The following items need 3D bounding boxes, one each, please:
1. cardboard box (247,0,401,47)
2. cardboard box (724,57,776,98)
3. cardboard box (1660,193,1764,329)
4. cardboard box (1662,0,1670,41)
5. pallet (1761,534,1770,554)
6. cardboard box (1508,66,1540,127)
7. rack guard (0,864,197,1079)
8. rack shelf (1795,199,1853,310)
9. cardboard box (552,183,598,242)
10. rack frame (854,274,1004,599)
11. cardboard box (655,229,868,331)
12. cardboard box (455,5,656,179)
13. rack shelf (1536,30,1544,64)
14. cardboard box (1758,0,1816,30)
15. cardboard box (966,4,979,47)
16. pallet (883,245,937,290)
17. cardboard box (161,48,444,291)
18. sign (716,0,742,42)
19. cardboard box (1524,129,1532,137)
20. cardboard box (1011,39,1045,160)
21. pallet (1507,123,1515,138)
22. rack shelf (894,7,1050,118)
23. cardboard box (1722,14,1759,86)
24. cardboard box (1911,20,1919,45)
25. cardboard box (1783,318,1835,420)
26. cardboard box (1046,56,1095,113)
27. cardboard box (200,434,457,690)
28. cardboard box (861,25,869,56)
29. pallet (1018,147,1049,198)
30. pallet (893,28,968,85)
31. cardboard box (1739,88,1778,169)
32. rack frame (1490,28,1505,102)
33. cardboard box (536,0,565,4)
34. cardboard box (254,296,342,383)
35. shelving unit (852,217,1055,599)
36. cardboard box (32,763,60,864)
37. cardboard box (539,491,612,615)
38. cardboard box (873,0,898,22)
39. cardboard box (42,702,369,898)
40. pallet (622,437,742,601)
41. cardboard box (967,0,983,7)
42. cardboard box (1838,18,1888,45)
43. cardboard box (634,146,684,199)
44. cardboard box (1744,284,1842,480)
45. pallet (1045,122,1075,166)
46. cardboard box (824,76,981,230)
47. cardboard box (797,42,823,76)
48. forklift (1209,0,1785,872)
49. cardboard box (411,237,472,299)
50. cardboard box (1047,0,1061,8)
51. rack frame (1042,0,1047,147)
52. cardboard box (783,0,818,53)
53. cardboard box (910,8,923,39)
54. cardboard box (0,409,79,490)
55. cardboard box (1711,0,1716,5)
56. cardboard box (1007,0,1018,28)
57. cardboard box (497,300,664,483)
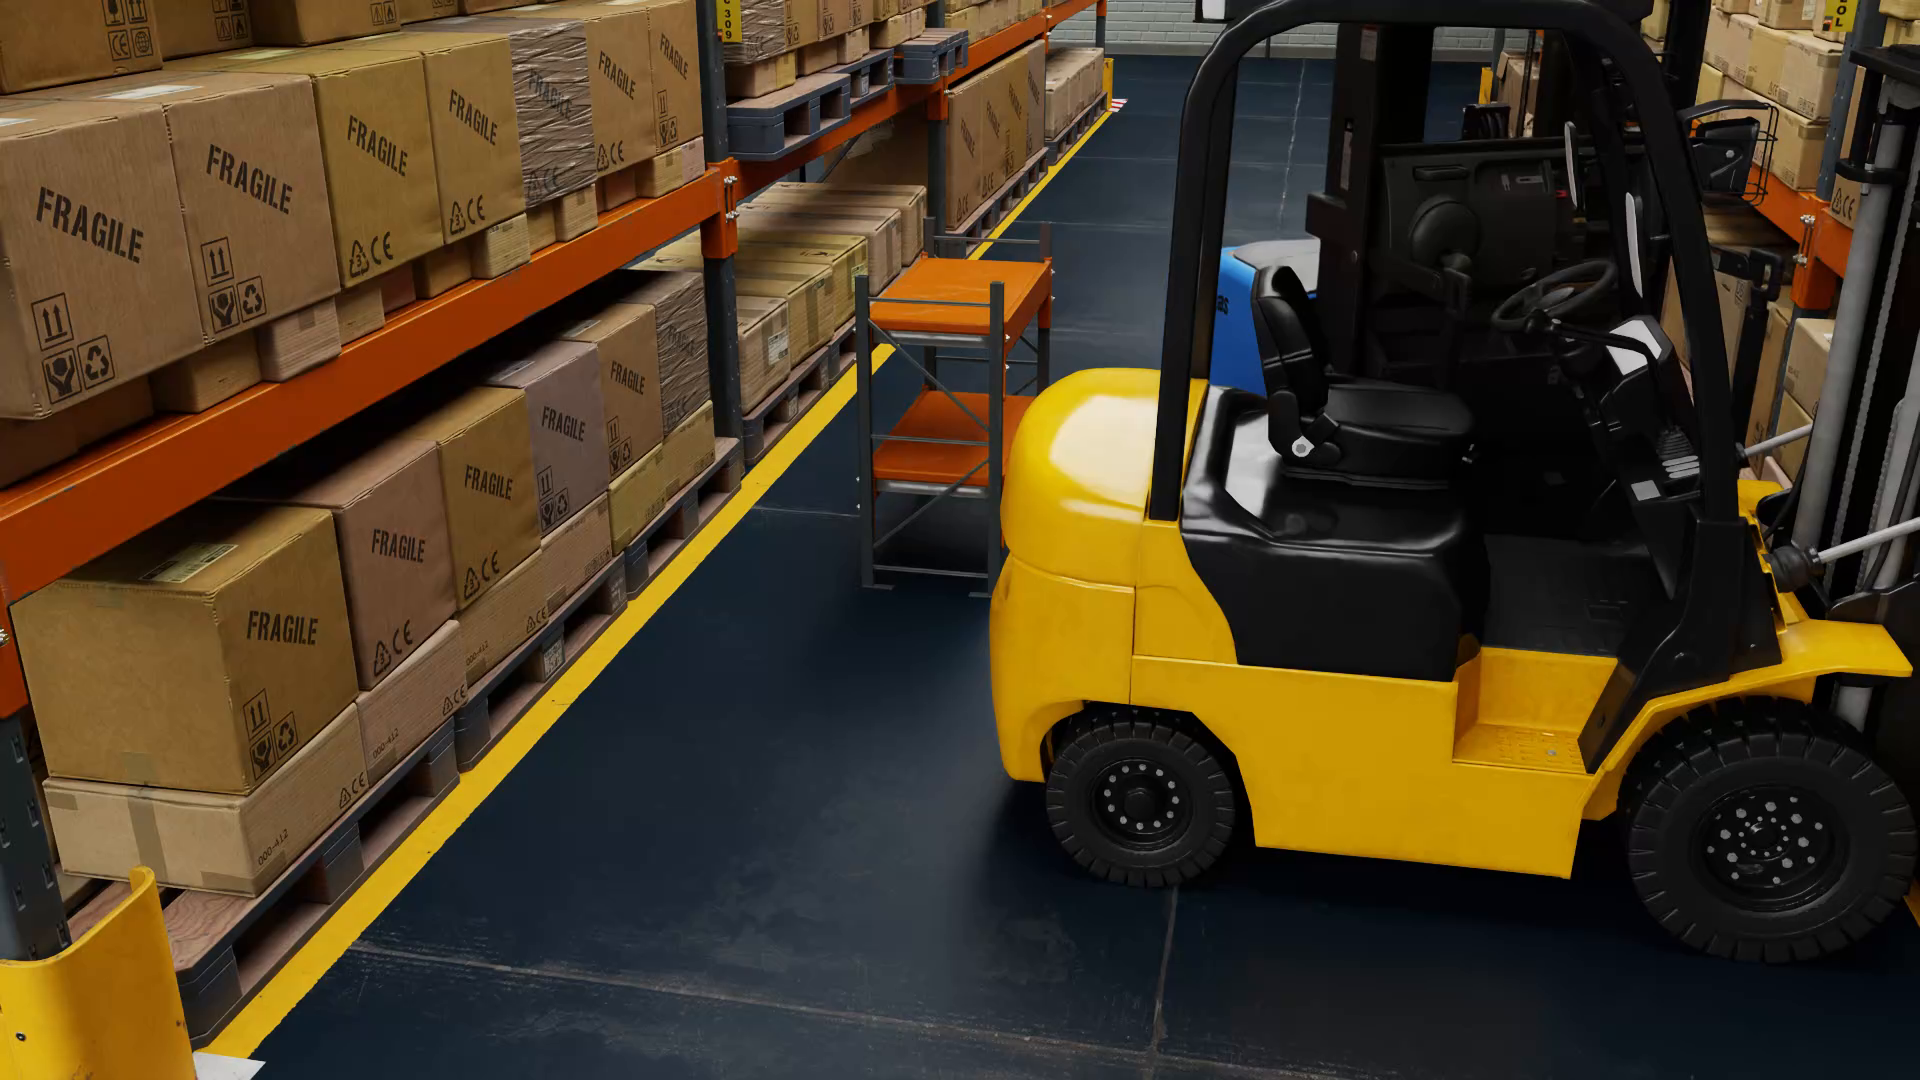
[{"bbox_3d":[-1.983,-1.619,4.489,0.700,0.500,0.500,4,22,11],"label":"cardboard box"},{"bbox_3d":[-0.987,-1.936,6.920,0.380,0.149,0.250,5,22,12],"label":"cardboard box"},{"bbox_3d":[4.001,-1.392,8.412,0.875,0.625,0.625,5,23,13],"label":"cardboard box"},{"bbox_3d":[3.834,-2.601,8.329,0.500,0.250,0.500,5,23,13],"label":"cardboard box"},{"bbox_3d":[3.248,0.278,5.380,1.003,0.211,1.213,4,22,11],"label":"pallet"},{"bbox_3d":[5.264,-4.015,15.091,0.500,0.500,0.500,5,22,12],"label":"cardboard box"},{"bbox_3d":[-2.210,0.915,3.413,1.175,0.500,0.348,4,22,11],"label":"rack guard"},{"bbox_3d":[3.043,-0.238,3.891,1.077,0.370,4.000,4,22,11],"label":"rack shelf"},{"bbox_3d":[-1.380,-1.051,5.283,0.380,0.149,0.250,4,22,10],"label":"cardboard box"},{"bbox_3d":[-0.102,-0.338,5.688,0.500,1.125,0.032,4,22,11],"label":"rack frame"},{"bbox_3d":[-1.021,-1.365,8.684,0.950,0.372,0.625,5,23,13],"label":"cardboard box"},{"bbox_3d":[-1.354,-1.494,5.516,0.500,0.500,0.500,5,23,13],"label":"cardboard box"},{"bbox_3d":[5.492,-4.626,14.788,1.077,0.370,4.000,4,22,11],"label":"rack shelf"},{"bbox_3d":[3.364,-2.079,6.500,0.380,0.149,0.250,4,22,9],"label":"cardboard box"},{"bbox_3d":[-0.159,-3.422,11.036,0.500,0.250,0.500,4,22,9],"label":"cardboard box"},{"bbox_3d":[-0.754,-1.564,9.953,1.003,0.211,1.213,4,22,11],"label":"pallet"},{"bbox_3d":[-1.652,-0.929,4.114,0.500,0.500,0.500,4,22,10],"label":"cardboard box"},{"bbox_3d":[-0.876,-2.043,6.252,0.100,0.325,0.005,4,22,11],"label":"sign"},{"bbox_3d":[4.910,-3.327,13.853,0.380,0.149,0.250,4,22,9],"label":"cardboard box"},{"bbox_3d":[0.175,-3.582,13.514,0.875,0.875,0.875,5,23,13],"label":"cardboard box"},{"bbox_3d":[5.471,-3.634,15.094,1.003,0.211,1.213,4,22,11],"label":"pallet"},{"bbox_3d":[-0.185,-3.540,12.092,1.077,0.370,4.000,4,22,11],"label":"rack shelf"},{"bbox_3d":[3.509,-2.039,6.934,0.500,0.250,0.500,5,22,12],"label":"cardboard box"},{"bbox_3d":[3.077,-1.459,4.958,0.380,0.149,0.250,5,22,12],"label":"cardboard box"},{"bbox_3d":[3.045,-0.533,5.442,0.500,0.250,0.500,4,22,10],"label":"cardboard box"},{"bbox_3d":[0.824,-4.490,16.356,0.875,0.438,0.875,5,22,12],"label":"cardboard box"},{"bbox_3d":[-1.683,0.042,4.350,0.500,0.500,0.500,4,22,9],"label":"cardboard box"},{"bbox_3d":[-0.668,-2.510,8.346,0.380,0.149,0.250,4,22,9],"label":"cardboard box"},{"bbox_3d":[0.140,-3.024,13.580,1.003,0.211,1.213,4,22,11],"label":"pallet"},{"bbox_3d":[-0.634,-2.785,9.510,1.213,0.211,1.003,4,22,11],"label":"pallet"},{"bbox_3d":[3.395,-1.622,6.566,0.500,0.250,0.500,4,22,11],"label":"cardboard box"},{"bbox_3d":[5.900,-5.691,16.470,1.000,3.000,0.127,4,22,11],"label":"rack frame"},{"bbox_3d":[-1.711,-2.184,5.890,0.700,0.500,0.500,4,22,10],"label":"cardboard box"},{"bbox_3d":[-1.685,-0.482,3.872,0.380,0.149,0.250,5,22,12],"label":"cardboard box"},{"bbox_3d":[0.001,-0.524,6.150,0.538,1.125,1.048,4,22,11],"label":"shelving unit"},{"bbox_3d":[-2.319,0.539,4.119,0.500,0.250,0.500,4,22,11],"label":"cardboard box"},{"bbox_3d":[-1.474,0.019,5.411,0.500,0.250,0.500,5,22,12],"label":"cardboard box"},{"bbox_3d":[-0.610,-2.960,8.593,0.500,0.500,0.500,3,22,7],"label":"cardboard box"},{"bbox_3d":[-1.790,0.590,3.992,0.500,0.250,0.500,4,22,10],"label":"cardboard box"},{"bbox_3d":[-1.511,-0.138,6.414,1.003,0.211,1.213,4,22,11],"label":"pallet"},{"bbox_3d":[-0.141,-3.660,10.959,0.500,0.250,0.500,5,22,12],"label":"cardboard box"},{"bbox_3d":[3.303,-1.792,5.786,0.380,0.149,0.250,5,23,13],"label":"cardboard box"},{"bbox_3d":[-1.220,-1.331,5.979,0.380,0.149,0.250,5,22,12],"label":"cardboard box"},{"bbox_3d":[3.547,-0.588,6.414,0.875,0.625,0.625,5,23,13],"label":"cardboard box"},{"bbox_3d":[0.455,-3.584,14.971,1.003,0.211,1.213,4,22,11],"label":"pallet"},{"bbox_3d":[-0.370,-2.598,11.072,0.875,0.875,0.875,4,22,10],"label":"cardboard box"},{"bbox_3d":[-0.851,-2.227,7.642,0.380,0.149,0.250,5,22,12],"label":"cardboard box"},{"bbox_3d":[1.760,-0.965,4.827,1.130,2.935,3.031,-6,23,-14],"label":"forklift"},{"bbox_3d":[-1.587,-0.775,4.599,0.380,0.149,0.250,4,22,9],"label":"cardboard box"},{"bbox_3d":[0.576,-4.804,14.132,0.500,0.500,0.500,5,23,13],"label":"cardboard box"},{"bbox_3d":[0.224,-4.606,13.774,1.000,3.000,0.127,4,22,11],"label":"rack frame"},{"bbox_3d":[-0.931,-2.392,7.183,0.500,0.500,0.500,5,22,11],"label":"cardboard box"},{"bbox_3d":[-0.421,-2.884,9.274,0.380,0.149,0.250,4,22,10],"label":"cardboard box"},{"bbox_3d":[-1.953,-0.209,3.193,0.380,0.149,0.250,5,22,11],"label":"cardboard box"},{"bbox_3d":[3.661,-2.546,7.658,0.380,0.149,0.250,5,22,12],"label":"cardboard box"},{"bbox_3d":[0.152,-3.984,12.430,0.500,0.250,0.500,4,22,9],"label":"cardboard box"},{"bbox_3d":[-1.369,-0.524,5.754,0.500,0.500,0.500,5,22,12],"label":"cardboard box"}]
